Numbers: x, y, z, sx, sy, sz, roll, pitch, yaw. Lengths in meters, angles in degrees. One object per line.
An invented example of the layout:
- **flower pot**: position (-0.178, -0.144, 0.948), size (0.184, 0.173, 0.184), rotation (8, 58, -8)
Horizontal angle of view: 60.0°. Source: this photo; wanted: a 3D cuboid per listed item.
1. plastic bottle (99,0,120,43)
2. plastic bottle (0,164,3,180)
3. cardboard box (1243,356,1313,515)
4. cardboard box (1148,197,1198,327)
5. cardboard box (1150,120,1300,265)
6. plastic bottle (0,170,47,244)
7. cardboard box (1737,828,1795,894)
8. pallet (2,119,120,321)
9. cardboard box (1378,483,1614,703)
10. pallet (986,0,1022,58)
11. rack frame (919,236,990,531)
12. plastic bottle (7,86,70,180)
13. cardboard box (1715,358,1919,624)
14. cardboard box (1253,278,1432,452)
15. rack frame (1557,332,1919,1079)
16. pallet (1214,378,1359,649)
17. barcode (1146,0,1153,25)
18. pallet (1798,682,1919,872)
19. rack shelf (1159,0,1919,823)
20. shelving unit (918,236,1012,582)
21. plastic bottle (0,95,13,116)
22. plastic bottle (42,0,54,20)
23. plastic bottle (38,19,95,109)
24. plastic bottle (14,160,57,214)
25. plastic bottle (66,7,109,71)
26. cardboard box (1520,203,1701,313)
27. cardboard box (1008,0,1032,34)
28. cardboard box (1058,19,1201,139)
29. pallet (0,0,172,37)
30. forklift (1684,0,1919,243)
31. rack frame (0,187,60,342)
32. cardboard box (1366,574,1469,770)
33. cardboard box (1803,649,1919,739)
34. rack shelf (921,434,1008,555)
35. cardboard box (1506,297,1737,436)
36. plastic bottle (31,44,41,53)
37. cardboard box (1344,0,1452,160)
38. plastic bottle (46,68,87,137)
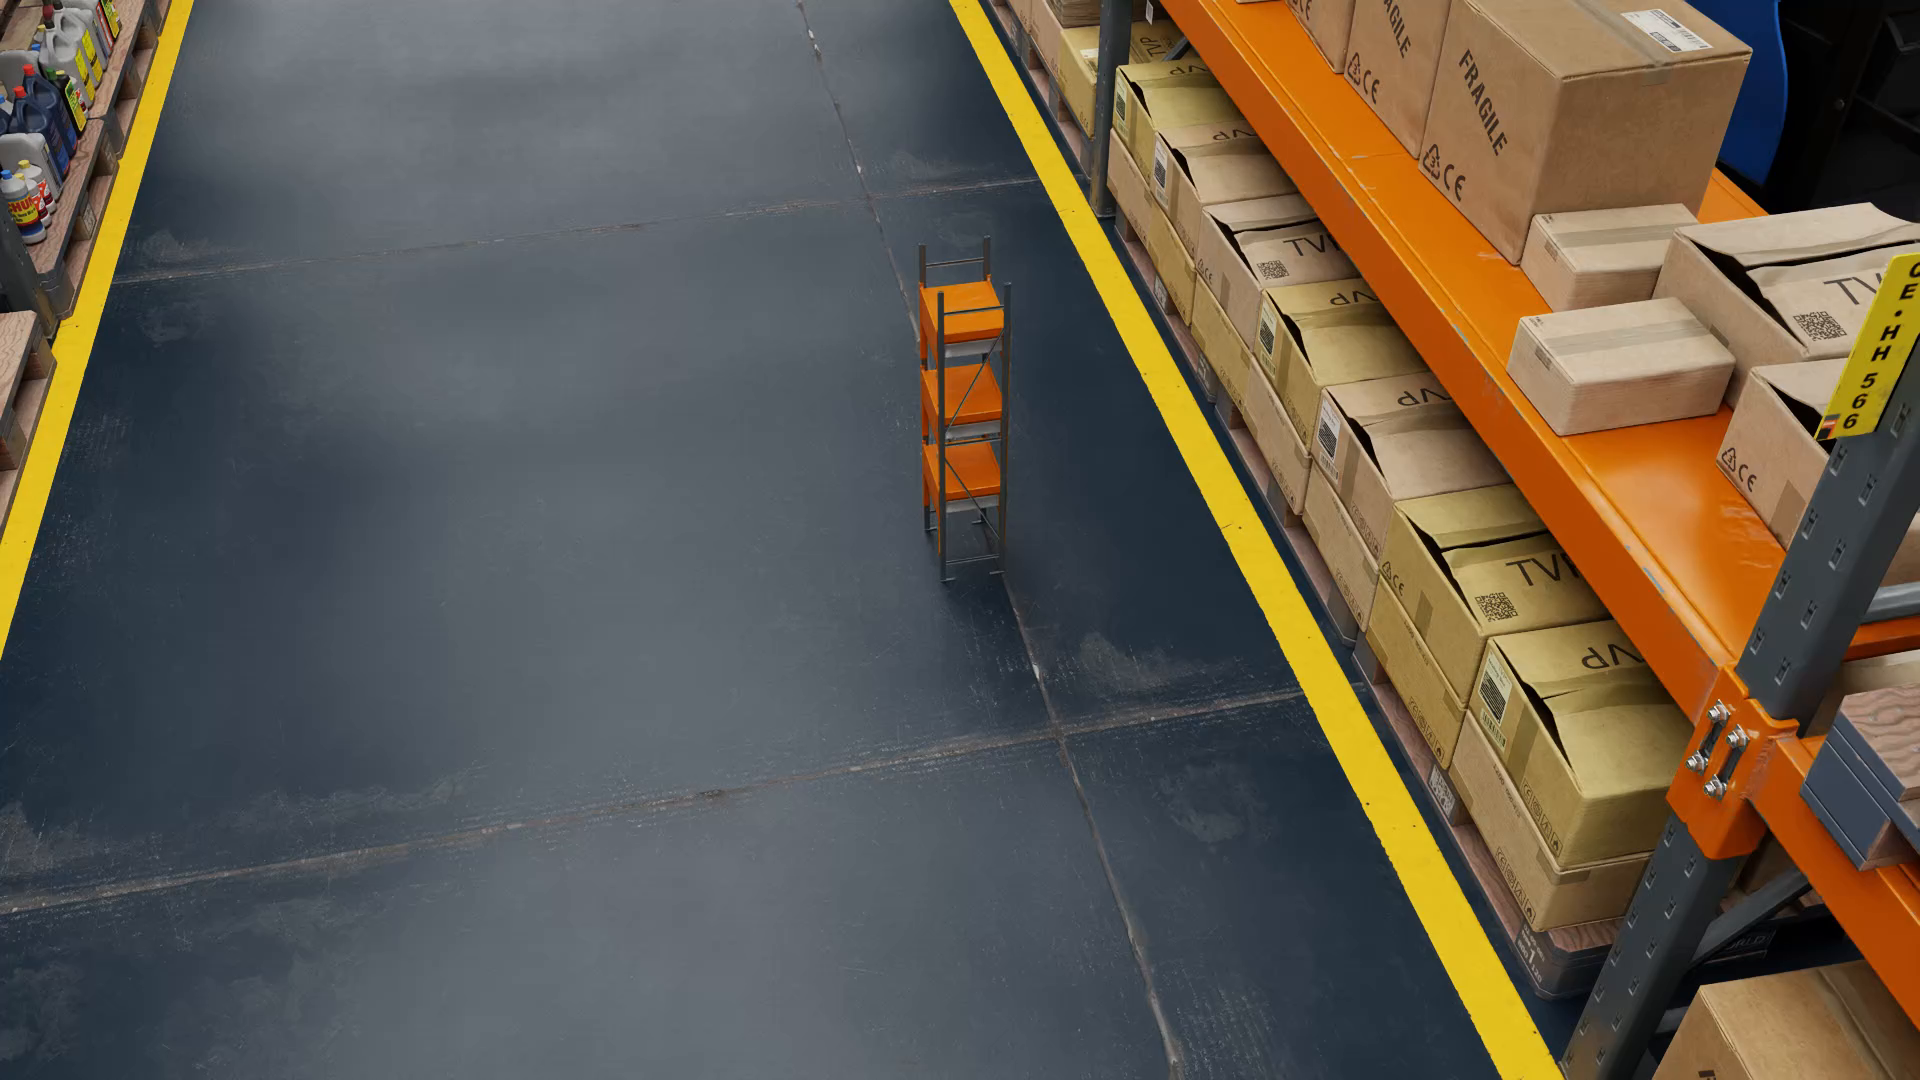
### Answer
- **plastic bottle**: position (-3.805, -2.356, 7.359), size (0.061, 0.283, 0.133), rotation (-7, 42, -8)
- **plastic bottle**: position (-3.650, -1.423, 6.308), size (0.061, 0.283, 0.133), rotation (-8, 42, -9)
- **cardboard box**: position (1.206, -0.357, 5.148), size (0.500, 0.250, 0.500), rotation (-8, 42, -8)
- **cardboard box**: position (0.983, -1.023, 5.897), size (0.500, 0.250, 0.500), rotation (-7, 42, -8)
- **cardboard box**: position (0.977, -1.232, 5.711), size (0.500, 0.311, 0.500), rotation (-9, 42, -10)
- **plastic bottle**: position (-3.450, -1.229, 6.098), size (0.097, 0.271, 0.097), rotation (0, 42, 0)
- **cardboard box**: position (2.066, 0.560, 4.114), size (0.500, 0.250, 0.500), rotation (-8, 42, -9)
- **pallet**: position (-3.913, -1.213, 6.458), size (1.003, 0.211, 1.213), rotation (-8, 42, -9)
- **cardboard box**: position (1.420, 0.092, 4.219), size (0.500, 0.311, 0.500), rotation (-9, 42, -10)
- **pallet**: position (0.631, -2.793, 8.238), size (1.003, 0.211, 1.213), rotation (-8, 42, -9)
- **rack frame**: position (-0.015, -0.437, 4.951), size (0.200, 1.050, 0.008), rotation (-8, 42, -9)
- **plastic bottle**: position (-3.578, -1.572, 6.425), size (0.144, 0.351, 0.185), rotation (-7, 42, -8)
- **cardboard box**: position (1.856, -0.138, 3.213), size (0.500, 0.311, 0.500), rotation (-6, 42, -7)
- **cardboard box**: position (1.207, -0.561, 4.955), size (0.500, 0.311, 0.500), rotation (-7, 42, -8)
- **rack frame**: position (1.892, 0.070, 2.911), size (1.000, 3.000, 0.127), rotation (-8, 42, -9)
- **pallet**: position (1.492, -0.215, 5.333), size (1.003, 0.211, 1.213), rotation (-8, 42, -9)
- **barcode**: position (0.677, -1.886, 5.944), size (0.001, 0.075, 0.075), rotation (-8, 42, -9)
- **pallet**: position (2.107, 0.572, 2.491), size (1.213, 0.211, 1.003), rotation (-8, 42, -9)
- **rack shelf**: position (1.460, -0.957, 4.610), size (1.077, 0.370, 4.000), rotation (-8, 42, -9)
- **shelving unit**: position (0.012, -0.358, 4.862), size (0.215, 1.050, 0.252), rotation (-8, 42, -9)
- **plastic bottle**: position (-3.727, -1.619, 6.538), size (0.097, 0.271, 0.097), rotation (0, 42, 0)
- **plastic bottle**: position (-3.924, -2.246, 7.235), size (0.061, 0.283, 0.133), rotation (-8, 42, -9)
- **plastic bottle**: position (-3.711, -1.969, 6.873), size (0.144, 0.351, 0.185), rotation (-9, 42, -10)
- **plastic bottle**: position (-3.494, -1.334, 6.270), size (0.097, 0.201, 0.097), rotation (0, 42, 0)
- **plastic bottle**: position (-3.790, -2.169, 7.154), size (0.152, 0.276, 0.135), rotation (-9, 42, -10)
- **cardboard box**: position (1.562, -0.654, 3.917), size (0.380, 0.149, 0.250), rotation (-5, 42, -6)
- **cardboard box**: position (0.494, -2.568, 7.638), size (0.500, 0.250, 0.500), rotation (-8, 42, -9)
- **cardboard box**: position (0.715, -1.920, 6.909), size (0.500, 0.250, 0.500), rotation (-8, 42, -9)
- **pallet**: position (-4.440, -2.795, 8.240), size (1.003, 0.211, 1.213), rotation (-8, 42, -9)
- **forklift**: position (3.677, -2.055, 5.357), size (1.130, 2.935, 3.031), rotation (-15, 44, -16)
- **rack frame**: position (-3.809, -1.815, 5.035), size (1.000, 3.000, 0.127), rotation (-8, 42, -9)
- **cardboard box**: position (1.425, 0.302, 4.405), size (0.500, 0.250, 0.500), rotation (-9, 42, -10)
- **cardboard box**: position (2.066, 0.350, 3.928), size (0.500, 0.311, 0.500), rotation (-7, 42, -8)
- **rack shelf**: position (0.012, -0.142, 5.054), size (0.215, 0.259, 0.240), rotation (-8, 42, -9)
- **cardboard box**: position (1.428, -0.379, 3.607), size (0.380, 0.149, 0.250), rotation (-8, 42, -9)
- **plastic bottle**: position (-3.859, -1.989, 7.007), size (0.097, 0.201, 0.097), rotation (0, 42, 0)
- **cardboard box**: position (1.400, -1.393, 4.485), size (0.500, 0.500, 0.500), rotation (-8, 42, -9)
- **plastic bottle**: position (-3.614, -1.782, 6.712), size (0.061, 0.283, 0.133), rotation (-7, 42, -7)
